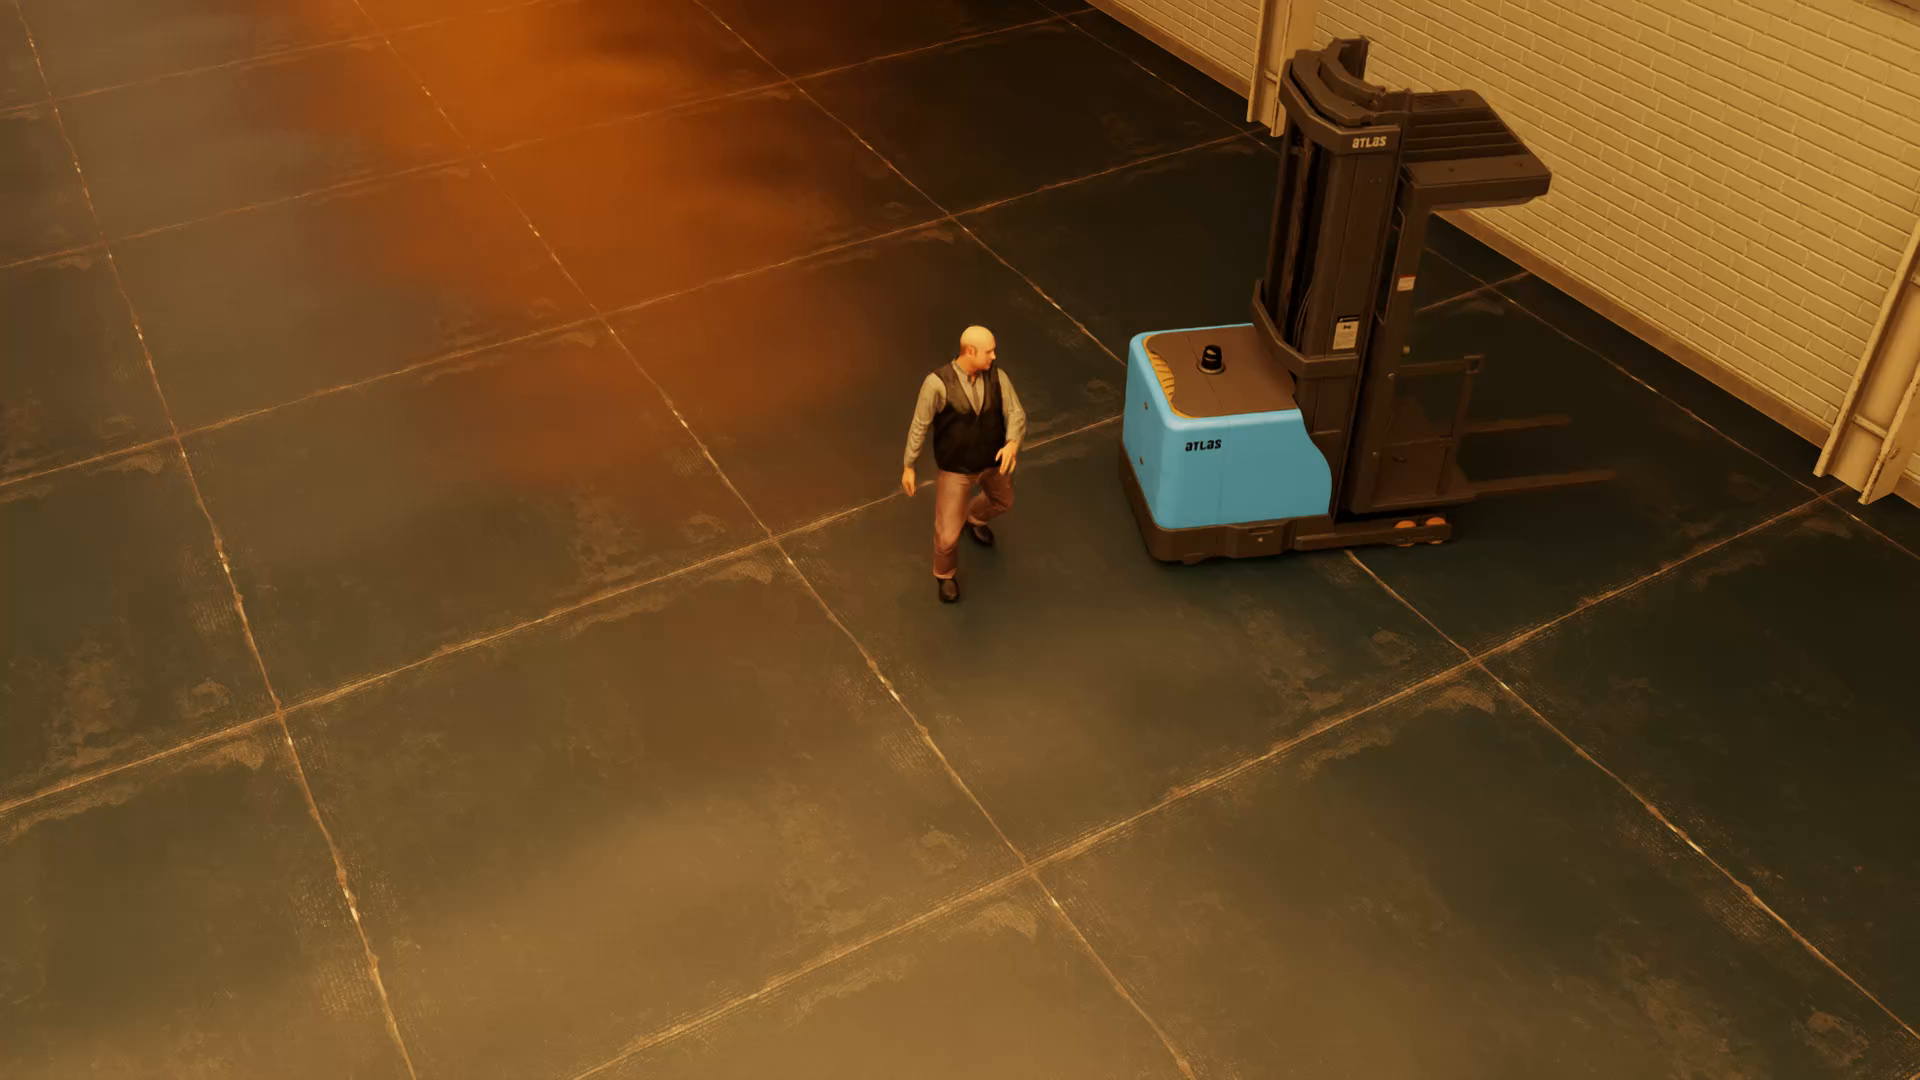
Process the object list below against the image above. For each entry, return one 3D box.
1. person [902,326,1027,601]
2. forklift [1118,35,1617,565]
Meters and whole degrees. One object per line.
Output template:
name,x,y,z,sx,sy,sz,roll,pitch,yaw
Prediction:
person,0.021,-0.413,9.572,0.758,1.608,0.842,-22,45,-24
forklift,2.587,-1.414,9.741,3.031,2.935,1.130,-6,40,-7
